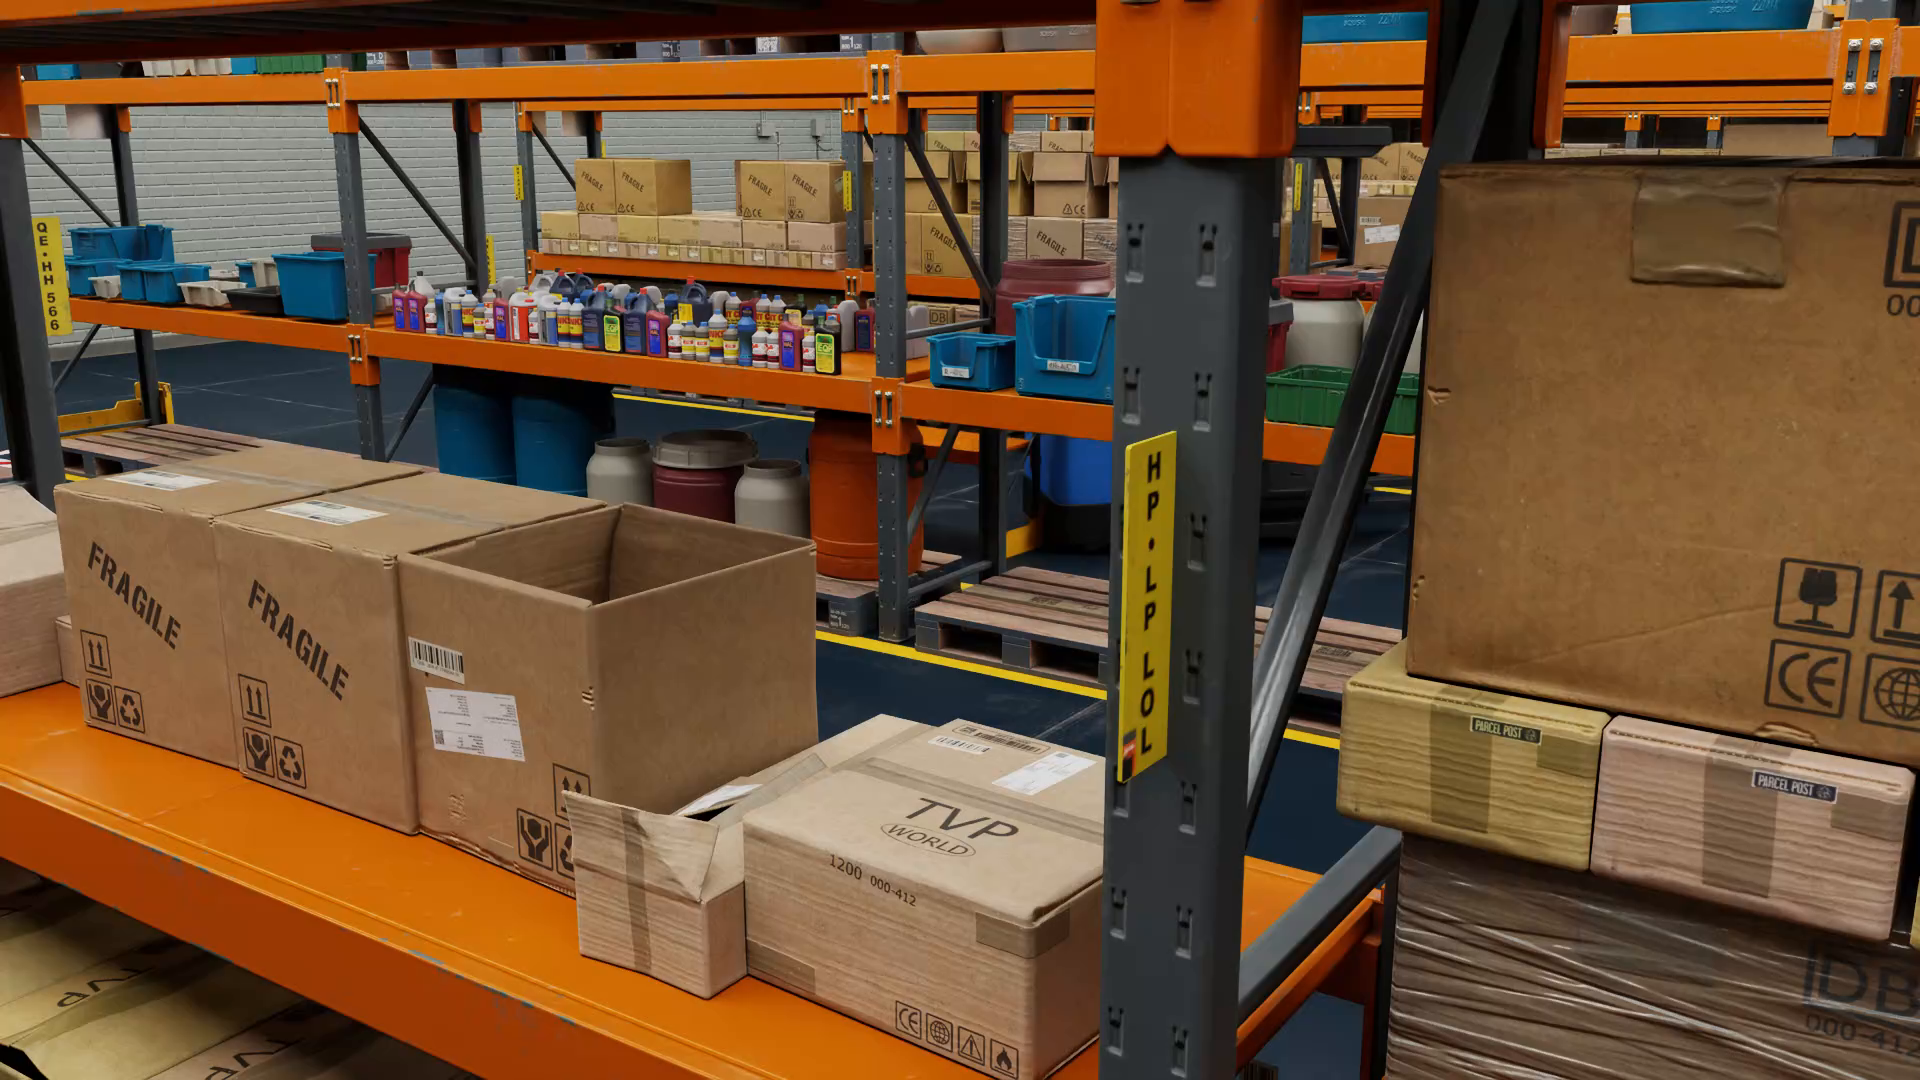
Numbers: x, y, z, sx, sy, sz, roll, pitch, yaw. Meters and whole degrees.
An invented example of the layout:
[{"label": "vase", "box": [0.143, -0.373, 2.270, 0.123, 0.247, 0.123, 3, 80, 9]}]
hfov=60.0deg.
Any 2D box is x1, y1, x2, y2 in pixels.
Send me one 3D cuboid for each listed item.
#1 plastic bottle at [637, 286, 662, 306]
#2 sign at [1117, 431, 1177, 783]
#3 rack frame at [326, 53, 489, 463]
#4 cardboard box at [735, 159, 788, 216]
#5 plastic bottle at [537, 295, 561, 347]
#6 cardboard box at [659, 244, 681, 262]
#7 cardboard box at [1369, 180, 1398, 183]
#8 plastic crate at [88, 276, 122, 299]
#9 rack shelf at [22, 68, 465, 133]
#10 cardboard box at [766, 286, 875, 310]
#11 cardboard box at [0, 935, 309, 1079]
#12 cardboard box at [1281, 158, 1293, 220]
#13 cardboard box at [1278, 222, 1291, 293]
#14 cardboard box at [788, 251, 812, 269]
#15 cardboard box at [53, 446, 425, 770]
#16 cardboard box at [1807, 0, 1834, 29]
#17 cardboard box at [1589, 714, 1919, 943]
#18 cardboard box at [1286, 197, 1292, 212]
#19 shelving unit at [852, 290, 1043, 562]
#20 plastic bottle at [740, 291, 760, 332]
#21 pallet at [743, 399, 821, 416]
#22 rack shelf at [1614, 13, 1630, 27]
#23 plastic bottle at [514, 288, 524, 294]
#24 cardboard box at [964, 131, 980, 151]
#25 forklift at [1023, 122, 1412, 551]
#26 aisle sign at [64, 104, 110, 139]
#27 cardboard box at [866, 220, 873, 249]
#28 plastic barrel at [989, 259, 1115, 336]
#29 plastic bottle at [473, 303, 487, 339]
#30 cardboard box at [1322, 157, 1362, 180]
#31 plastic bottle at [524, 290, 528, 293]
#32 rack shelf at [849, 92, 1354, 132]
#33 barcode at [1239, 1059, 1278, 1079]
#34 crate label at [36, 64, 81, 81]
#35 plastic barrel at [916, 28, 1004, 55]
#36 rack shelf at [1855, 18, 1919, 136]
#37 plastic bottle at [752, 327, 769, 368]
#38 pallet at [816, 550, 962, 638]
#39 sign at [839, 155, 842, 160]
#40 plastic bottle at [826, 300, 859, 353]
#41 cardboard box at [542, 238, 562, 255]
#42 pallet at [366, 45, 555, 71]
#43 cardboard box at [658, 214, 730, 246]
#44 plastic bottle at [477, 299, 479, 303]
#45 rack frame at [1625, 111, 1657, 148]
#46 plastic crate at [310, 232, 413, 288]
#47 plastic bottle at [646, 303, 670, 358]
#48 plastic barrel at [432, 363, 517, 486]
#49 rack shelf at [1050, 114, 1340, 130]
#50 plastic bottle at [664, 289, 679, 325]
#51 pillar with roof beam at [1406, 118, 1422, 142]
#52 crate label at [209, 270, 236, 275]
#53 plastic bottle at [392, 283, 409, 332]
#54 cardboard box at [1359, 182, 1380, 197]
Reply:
[{"label": "plastic bottle", "box": [-1.863, -1.368, 9.865, 0.135, 0.276, 0.152, 9, 17, 33]}, {"label": "sign", "box": [0.179, 0.064, 1.579, 0.005, 0.325, 0.100, 9, 17, 33]}, {"label": "rack frame", "box": [-3.397, -1.582, 10.473, 0.127, 3.000, 1.000, 9, 17, 33]}, {"label": "cardboard box", "box": [-1.726, -3.257, 15.371, 0.500, 0.500, 0.500, 9, 16, 31]}, {"label": "plastic bottle", "box": [-2.264, -1.229, 9.303, 0.135, 0.276, 0.152, 9, 17, 33]}, {"label": "cardboard box", "box": [-2.564, -2.665, 15.369, 0.250, 0.149, 0.380, 9, 16, 31]}, {"label": "cardboard box", "box": [4.393, -3.621, 17.119, 0.250, 0.149, 0.380, 10, 17, 35]}, {"label": "plastic crate", "box": [-5.912, -1.771, 11.657, 0.298, 0.136, 0.250, 9, 17, 33]}, {"label": "rack shelf", "box": [-5.056, -2.957, 11.282, 4.000, 0.370, 1.077, 9, 17, 33]}, {"label": "cardboard box", "box": [-1.135, -1.847, 15.089, 0.875, 0.875, 0.875, 9, 17, 33]}, {"label": "cardboard box", "box": [-1.712, 1.066, 3.454, 0.500, 0.311, 0.500, 9, 16, 31]}, {"label": "cardboard box", "box": [2.089, -2.670, 12.572, 0.637, 0.503, 0.797, 10, 17, 35]}, {"label": "cardboard box", "box": [2.139, -2.099, 12.351, 0.500, 0.500, 0.500, 10, 17, 35]}, {"label": "cardboard box", "box": [-1.282, -2.458, 14.533, 0.250, 0.149, 0.380, 10, 17, 34]}, {"label": "cardboard box", "box": [-1.444, 0.115, 3.410, 0.500, 0.500, 0.500, 8, 16, 30]}, {"label": "cardboard box", "box": [5.170, -3.198, 10.162, 0.258, 0.266, 0.396, 10, 17, 35]}, {"label": "cardboard box", "box": [0.797, 0.223, 1.624, 0.250, 0.149, 0.380, 9, 17, 34]}, {"label": "cardboard box", "box": [3.381, -3.452, 17.056, 0.250, 0.149, 0.380, 9, 16, 32]}, {"label": "shelving unit", "box": [-0.093, -0.718, 10.101, 1.083, 1.500, 0.587, 10, 17, 35]}, {"label": "plastic bottle", "box": [-1.189, -1.276, 9.477, 0.133, 0.283, 0.061, 9, 17, 33]}, {"label": "pallet", "box": [-1.220, -1.334, 15.272, 1.213, 0.211, 1.003, 9, 17, 33]}, {"label": "rack shelf", "box": [9.325, -7.637, 24.774, 4.000, 0.370, 1.077, 9, 17, 33]}, {"label": "plastic bottle", "box": [-2.778, -1.487, 10.503, 0.097, 0.201, 0.097, 0, 14, 0]}, {"label": "cardboard box", "box": [0.391, -4.439, 19.103, 0.500, 0.500, 0.500, 9, 16, 31]}, {"label": "forklift", "box": [1.972, -1.505, 10.302, 3.031, 2.935, 1.130, -2, 14, -9]}, {"label": "aisle sign", "box": [-6.612, -3.449, 12.602, 0.004, 0.787, 0.394, 9, 17, 33]}, {"label": "cardboard box", "box": [-0.876, -2.757, 14.910, 0.500, 0.250, 0.500, 9, 16, 32]}, {"label": "plastic barrel", "box": [0.477, -1.110, 8.282, 0.708, 0.536, 0.600, 9, 17, 33]}, {"label": "plastic bottle", "box": [-2.760, -1.265, 9.603, 0.097, 0.201, 0.097, 0, 14, 0]}, {"label": "cardboard box", "box": [5.103, -4.963, 21.842, 0.500, 0.500, 0.500, 9, 17, 33]}, {"label": "plastic bottle", "box": [-2.701, -1.457, 10.381, 0.097, 0.201, 0.097, 0, 14, 0]}, {"label": "rack shelf", "box": [1.027, -3.408, 13.105, 4.000, 0.370, 1.077, 9, 17, 33]}, {"label": "barcode", "box": [0.495, 0.894, 2.757, 0.075, 0.075, 0.001, 9, 17, 33]}, {"label": "crate label", "box": [-6.130, -3.314, 11.537, 0.502, 0.251, 0.408, 9, 17, 33]}, {"label": "plastic barrel", "box": [0.009, -2.453, 7.517, 0.421, 0.512, 0.421, 0, 14, 0]}, {"label": "rack shelf", "box": [4.901, -1.348, 4.781, 4.000, 0.370, 1.077, 9, 17, 33]}, {"label": "plastic bottle", "box": [-1.009, -0.982, 8.460, 0.097, 0.201, 0.097, 0, 14, 0]}, {"label": "pallet", "box": [-0.755, 0.210, 9.034, 1.213, 0.211, 1.003, 9, 17, 33]}, {"label": "sign", "box": [-2.022, -6.651, 29.228, 0.001, 0.242, 0.339, 9, 17, 33]}, {"label": "plastic bottle", "box": [-0.640, -1.170, 9.066, 0.135, 0.276, 0.152, 9, 17, 33]}, {"label": "cardboard box", "box": [-3.841, -2.871, 16.201, 0.250, 0.149, 0.380, 9, 17, 33]}, {"label": "pallet", "box": [-2.692, -2.861, 9.789, 1.003, 0.211, 1.213, 9, 17, 33]}, {"label": "cardboard box", "box": [-2.418, -2.854, 15.304, 0.500, 0.250, 0.500, 9, 16, 32]}, {"label": "plastic bottle", "box": [-2.867, -1.326, 9.851, 0.097, 0.201, 0.097, 0, 14, 0]}, {"label": "rack frame", "box": [8.218, -4.009, 20.277, 0.127, 3.000, 1.000, 9, 17, 33]}, {"label": "plastic crate", "box": [-3.997, -1.812, 11.143, 0.583, 0.464, 0.402, 9, 17, 33]}, {"label": "plastic bottle", "box": [-1.600, -1.112, 8.814, 0.133, 0.283, 0.061, 9, 17, 33]}, {"label": "plastic barrel", "box": [-2.955, -0.691, 10.366, 0.708, 0.901, 0.600, 9, 17, 33]}, {"label": "rack shelf", "box": [3.239, -5.921, 23.254, 4.000, 0.370, 1.077, 9, 17, 33]}, {"label": "plastic bottle", "box": [-1.675, -1.326, 9.703, 0.097, 0.271, 0.097, 0, 14, 0]}, {"label": "pillar with roof beam", "box": [5.188, -7.863, 23.359, 0.400, 9.000, 9.100, 9, 17, 33]}, {"label": "crate label", "box": [-5.461, -1.872, 12.068, 0.243, 0.136, 0.396, 9, 17, 33]}, {"label": "plastic bottle", "box": [-3.330, -1.391, 9.944, 0.133, 0.283, 0.061, 9, 17, 33]}, {"label": "cardboard box", "box": [4.031, -3.492, 16.597, 0.250, 0.149, 0.380, 9, 17, 33]}]
